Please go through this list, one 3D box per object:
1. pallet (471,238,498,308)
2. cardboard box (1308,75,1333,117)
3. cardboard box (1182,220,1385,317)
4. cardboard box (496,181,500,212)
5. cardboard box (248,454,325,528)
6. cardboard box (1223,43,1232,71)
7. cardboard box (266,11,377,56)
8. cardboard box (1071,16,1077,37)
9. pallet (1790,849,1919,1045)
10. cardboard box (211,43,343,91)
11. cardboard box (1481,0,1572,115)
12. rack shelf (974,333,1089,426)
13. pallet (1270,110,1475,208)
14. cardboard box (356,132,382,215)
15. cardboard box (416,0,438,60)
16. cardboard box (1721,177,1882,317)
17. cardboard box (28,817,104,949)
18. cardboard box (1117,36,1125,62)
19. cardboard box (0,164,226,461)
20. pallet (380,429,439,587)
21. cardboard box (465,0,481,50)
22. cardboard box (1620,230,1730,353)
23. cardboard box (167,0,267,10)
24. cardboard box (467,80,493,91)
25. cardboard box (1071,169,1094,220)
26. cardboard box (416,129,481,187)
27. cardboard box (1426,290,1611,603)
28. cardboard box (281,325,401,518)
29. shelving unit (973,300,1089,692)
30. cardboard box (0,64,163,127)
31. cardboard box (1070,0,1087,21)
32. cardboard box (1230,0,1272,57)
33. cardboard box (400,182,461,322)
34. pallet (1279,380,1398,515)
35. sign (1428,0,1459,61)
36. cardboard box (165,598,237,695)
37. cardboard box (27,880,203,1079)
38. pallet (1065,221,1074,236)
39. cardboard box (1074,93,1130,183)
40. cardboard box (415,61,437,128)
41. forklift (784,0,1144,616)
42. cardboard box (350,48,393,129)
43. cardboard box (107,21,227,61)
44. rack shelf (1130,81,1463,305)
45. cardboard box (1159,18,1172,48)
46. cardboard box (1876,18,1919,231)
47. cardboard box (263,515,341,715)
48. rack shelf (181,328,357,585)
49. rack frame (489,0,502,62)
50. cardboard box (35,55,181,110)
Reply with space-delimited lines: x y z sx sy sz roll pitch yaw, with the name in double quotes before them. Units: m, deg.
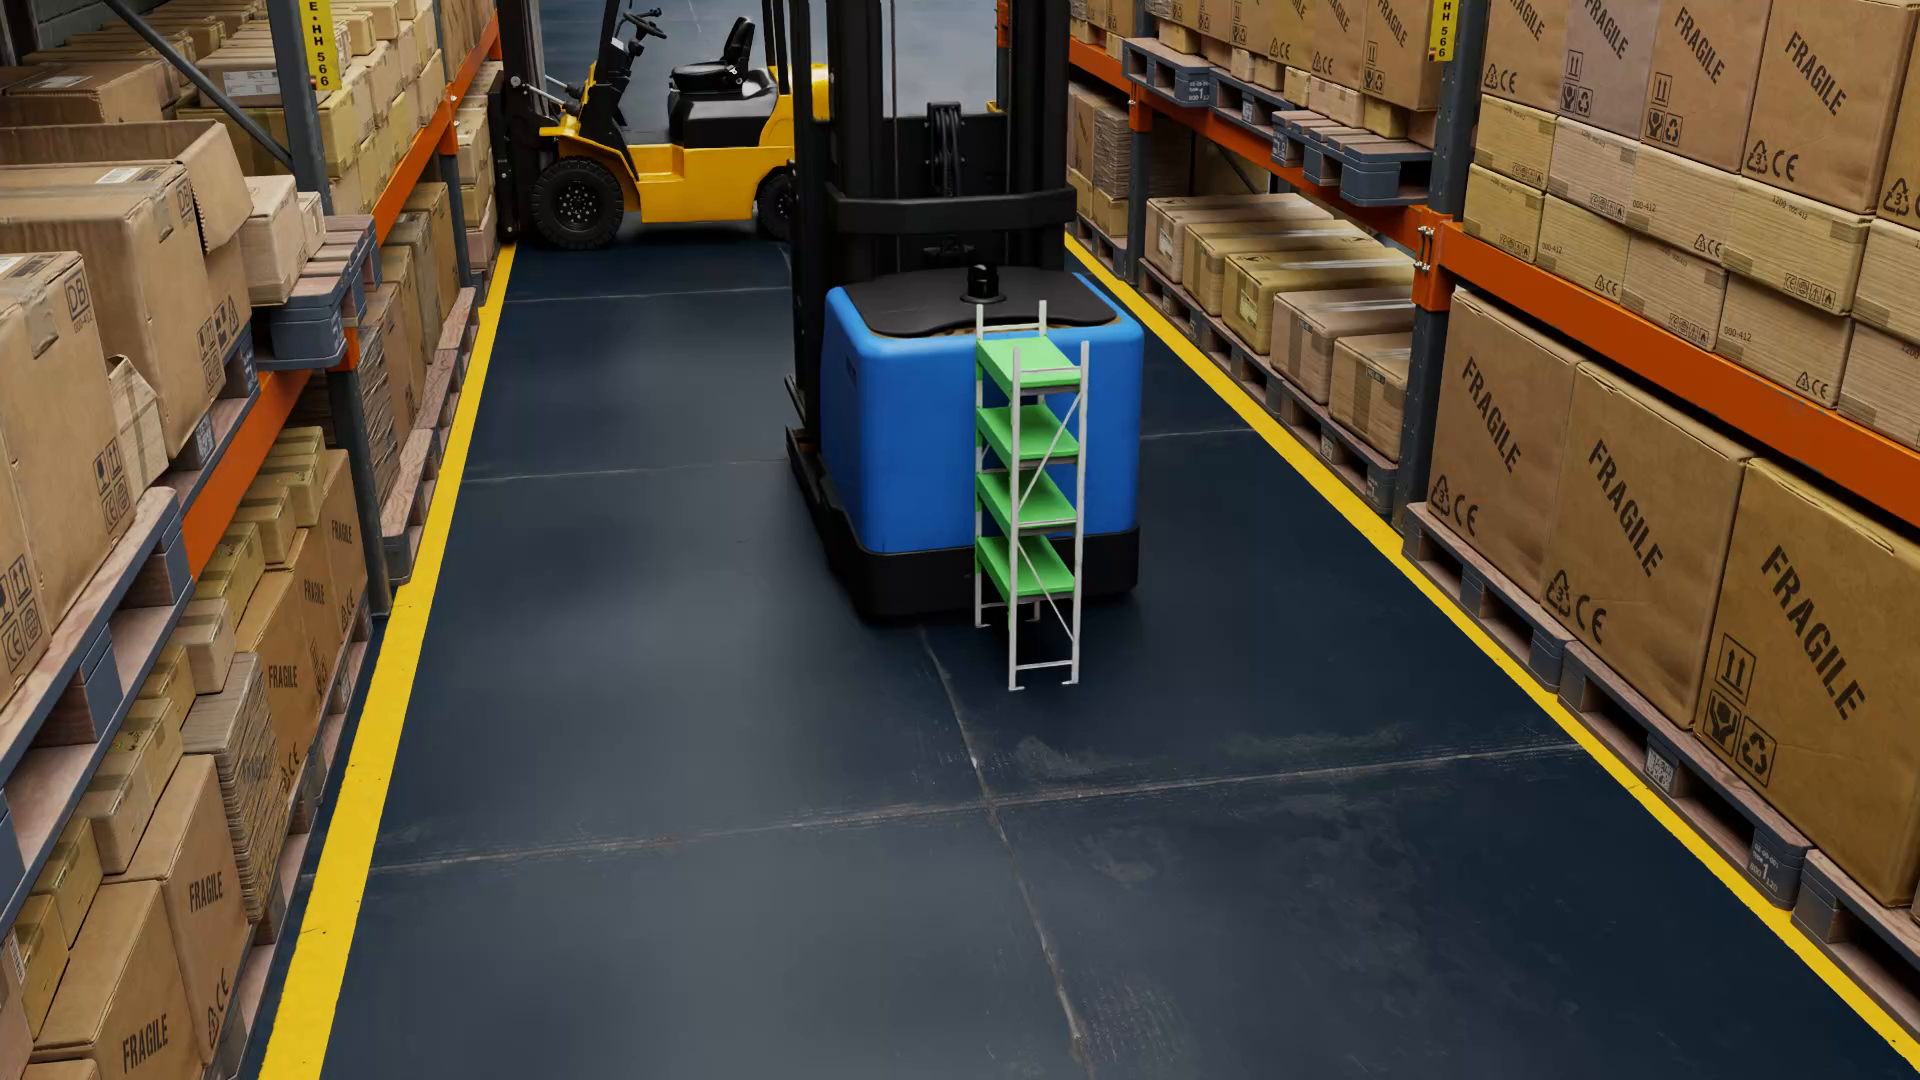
"pallet" -3.440 -1.686 10.346 1.003 0.211 1.213 -4 24 -10
"cardboard box" 1.741 -1.928 7.205 0.380 0.149 0.250 -5 24 -12
"cardboard box" 1.779 -1.516 9.233 0.950 0.372 0.625 -3 24 -6
"cardboard box" -3.392 -2.396 11.399 0.500 0.250 0.500 -4 24 -8
"cardboard box" -2.173 -0.138 5.107 0.380 0.149 0.250 -6 24 -12
"cardboard box" 1.550 -2.447 8.394 0.380 0.149 0.250 -4 24 -9
"cardboard box" -2.613 -2.072 6.810 0.380 0.149 0.250 -4 24 -9
"cardboard box" 0.975 -3.508 11.347 0.380 0.149 0.250 -5 24 -11
"pallet" 2.806 1.110 3.945 1.003 0.211 1.213 -4 24 -10
"cardboard box" -2.414 -1.670 5.890 0.380 0.149 0.250 -4 24 -9
"cardboard box" 2.134 -1.735 5.601 0.500 0.500 0.500 -5 24 -12
"rack shelf" 0.227 -0.531 5.426 0.258 0.148 0.480 -5 24 -12
"pallet" 2.047 -1.628 6.969 1.213 0.211 1.003 -4 24 -10
"cardboard box" -2.524 -1.397 6.387 0.500 0.250 0.500 -5 24 -11
"cardboard box" -2.992 -2.634 8.596 0.500 0.250 0.500 -5 24 -11
"cardboard box" 2.389 -0.785 4.363 0.500 0.250 0.500 -4 24 -9
"cardboard box" -1.909 0.684 3.225 0.380 0.149 0.250 -5 24 -11
"cardboard box" 1.184 -3.005 10.198 0.380 0.149 0.250 -5 24 -10
"cardboard box" -1.965 -0.459 3.403 0.700 0.500 0.500 -4 24 -10
"pallet" -2.708 -0.123 6.769 1.003 0.211 1.213 -4 24 -10
"cardboard box" -3.439 -3.490 10.868 0.500 0.500 0.500 -4 24 -9
"cardboard box" 2.330 -0.756 4.921 0.500 0.250 0.500 -4 24 -8
"cardboard box" -3.296 -2.331 7.405 0.380 0.149 0.250 -4 24 -10
"cardboard box" -3.479 -3.056 11.660 0.500 0.250 0.500 -4 24 -9
"cardboard box" 1.062 -2.370 11.341 0.500 0.250 0.500 -5 24 -11
"cardboard box" -3.115 -2.252 9.820 0.500 0.250 0.500 -5 24 -11
"cardboard box" 2.329 -0.384 6.012 0.875 0.875 0.875 -5 24 -10
"cardboard box" -2.696 -0.425 6.418 0.875 0.625 0.625 -4 24 -8
"shelving unit" 0.227 -0.149 5.593 0.258 1.200 0.503 -5 24 -12
"cardboard box" -2.653 -1.099 4.868 0.500 0.500 0.500 -3 24 -7
"cardboard box" 1.014 -3.761 11.117 0.500 0.500 0.500 -4 24 -8
"cardboard box" 1.625 -2.592 7.916 0.500 0.500 0.500 -5 24 -12
"cardboard box" -3.227 -1.548 8.988 0.875 0.625 0.625 -3 24 -7
"pallet" 2.140 -0.473 7.569 1.003 0.211 1.213 -4 24 -10
"sign" 1.751 -1.894 5.991 0.100 0.325 0.005 -4 24 -10
"cardboard box" -2.037 0.280 4.148 0.380 0.149 0.250 -5 24 -12
"cardboard box" -1.831 1.036 3.228 0.500 0.500 0.500 -5 24 -10
"pallet" 1.155 -2.481 12.167 1.003 0.211 1.213 -4 24 -10
"cardboard box" 1.074 -2.706 11.171 0.500 0.500 0.500 -4 24 -9
"cardboard box" -2.885 -2.203 8.234 0.500 0.250 0.500 -4 24 -10
"forklift" -0.168 -1.635 6.831 1.130 2.935 3.031 -5 24 -12
"cardboard box" -2.607 -1.832 6.759 0.500 0.250 0.500 -5 24 -11
"cardboard box" -3.085 -1.932 6.489 0.380 0.149 0.250 -4 24 -10
"rack shelf" 1.913 -1.900 8.252 1.077 0.370 4.000 -4 24 -10
"cardboard box" 1.335 -2.853 9.324 0.380 0.149 0.250 -4 24 -9
"cardboard box" 2.516 -0.935 3.769 0.500 0.500 0.500 -4 24 -8
"cardboard box" -2.223 0.227 5.082 0.500 0.500 0.500 -5 24 -11
"rack shelf" -2.225 0.042 3.805 1.077 0.370 4.000 -4 24 -10
"rack frame" -4.074 -4.221 12.667 1.000 3.000 0.127 -4 24 -10
"cardboard box" -2.853 -1.531 5.571 0.380 0.149 0.250 -4 24 -8
